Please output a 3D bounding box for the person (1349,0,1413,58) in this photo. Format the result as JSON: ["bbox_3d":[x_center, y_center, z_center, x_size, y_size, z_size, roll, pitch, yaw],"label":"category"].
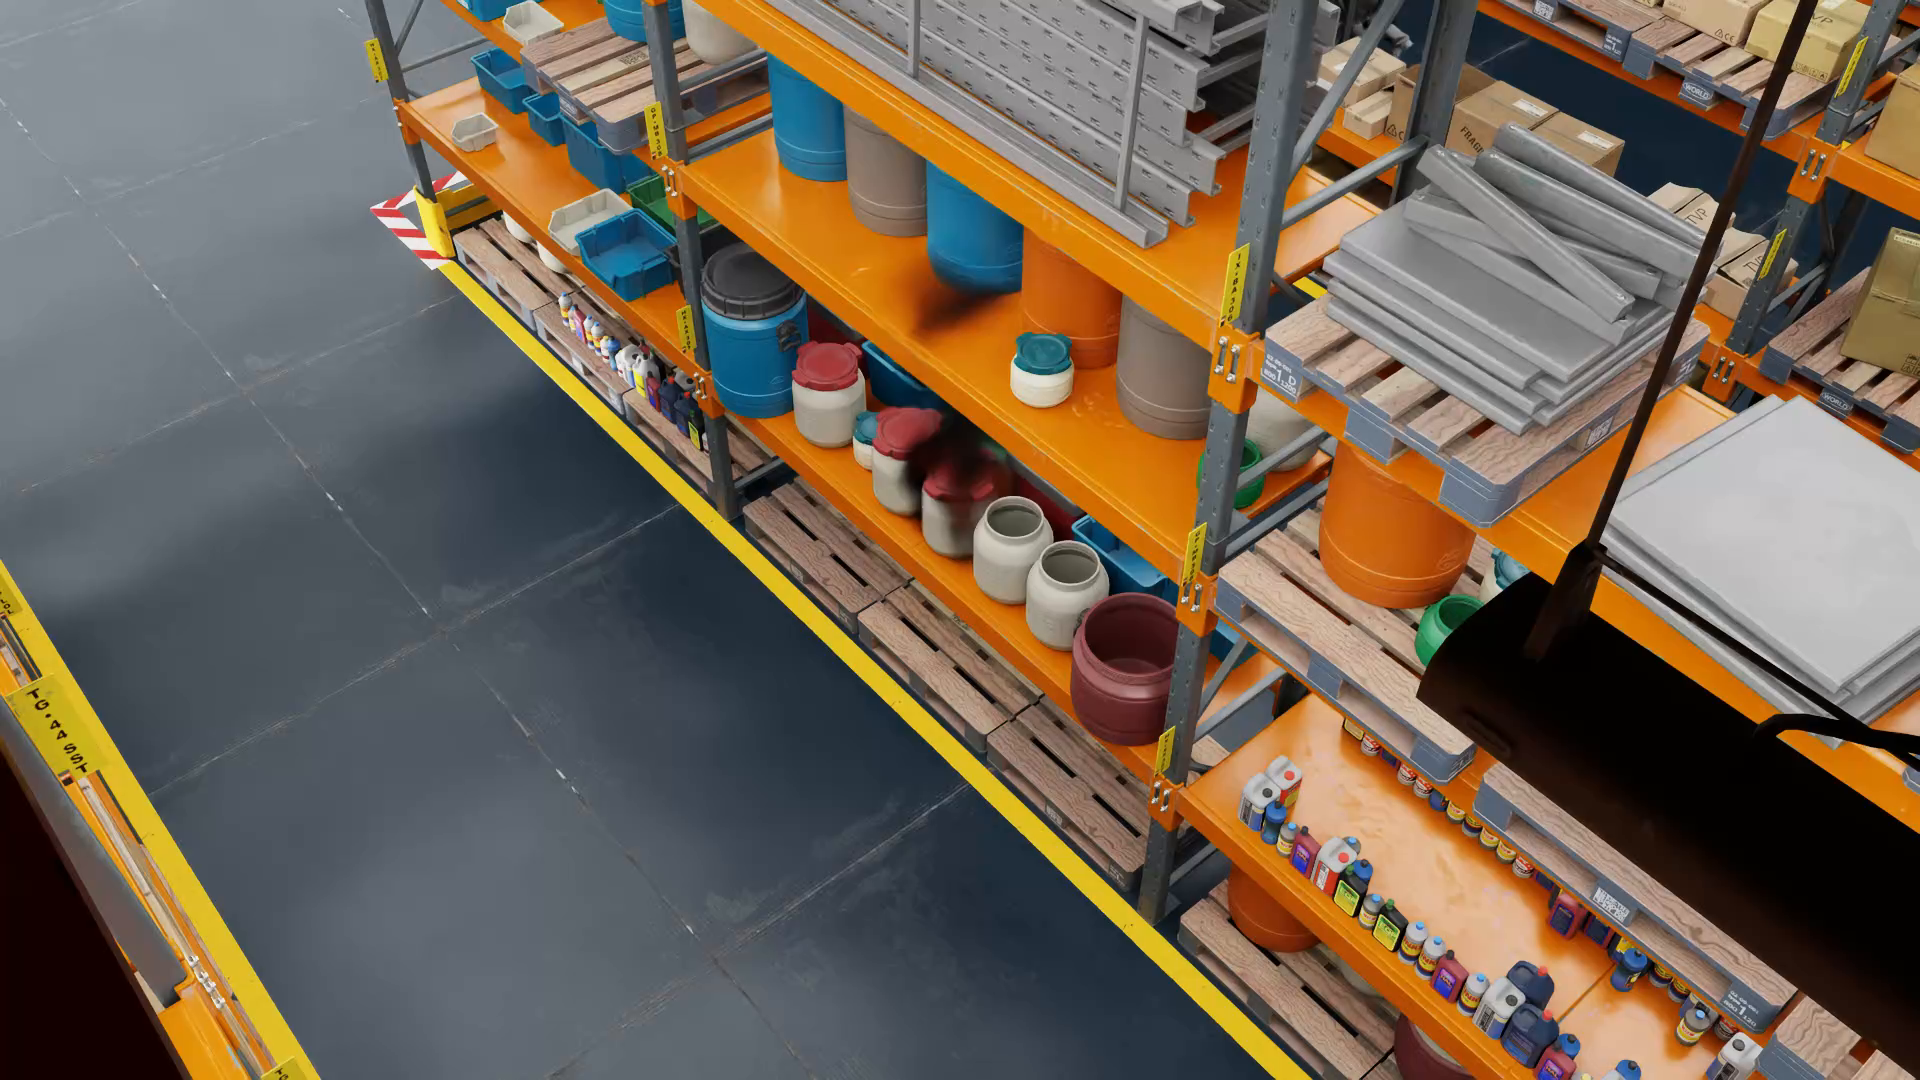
[{"bbox_3d":[3.657,-4.882,14.447,0.757,1.726,0.654,20,50,18],"label":"person"}]
